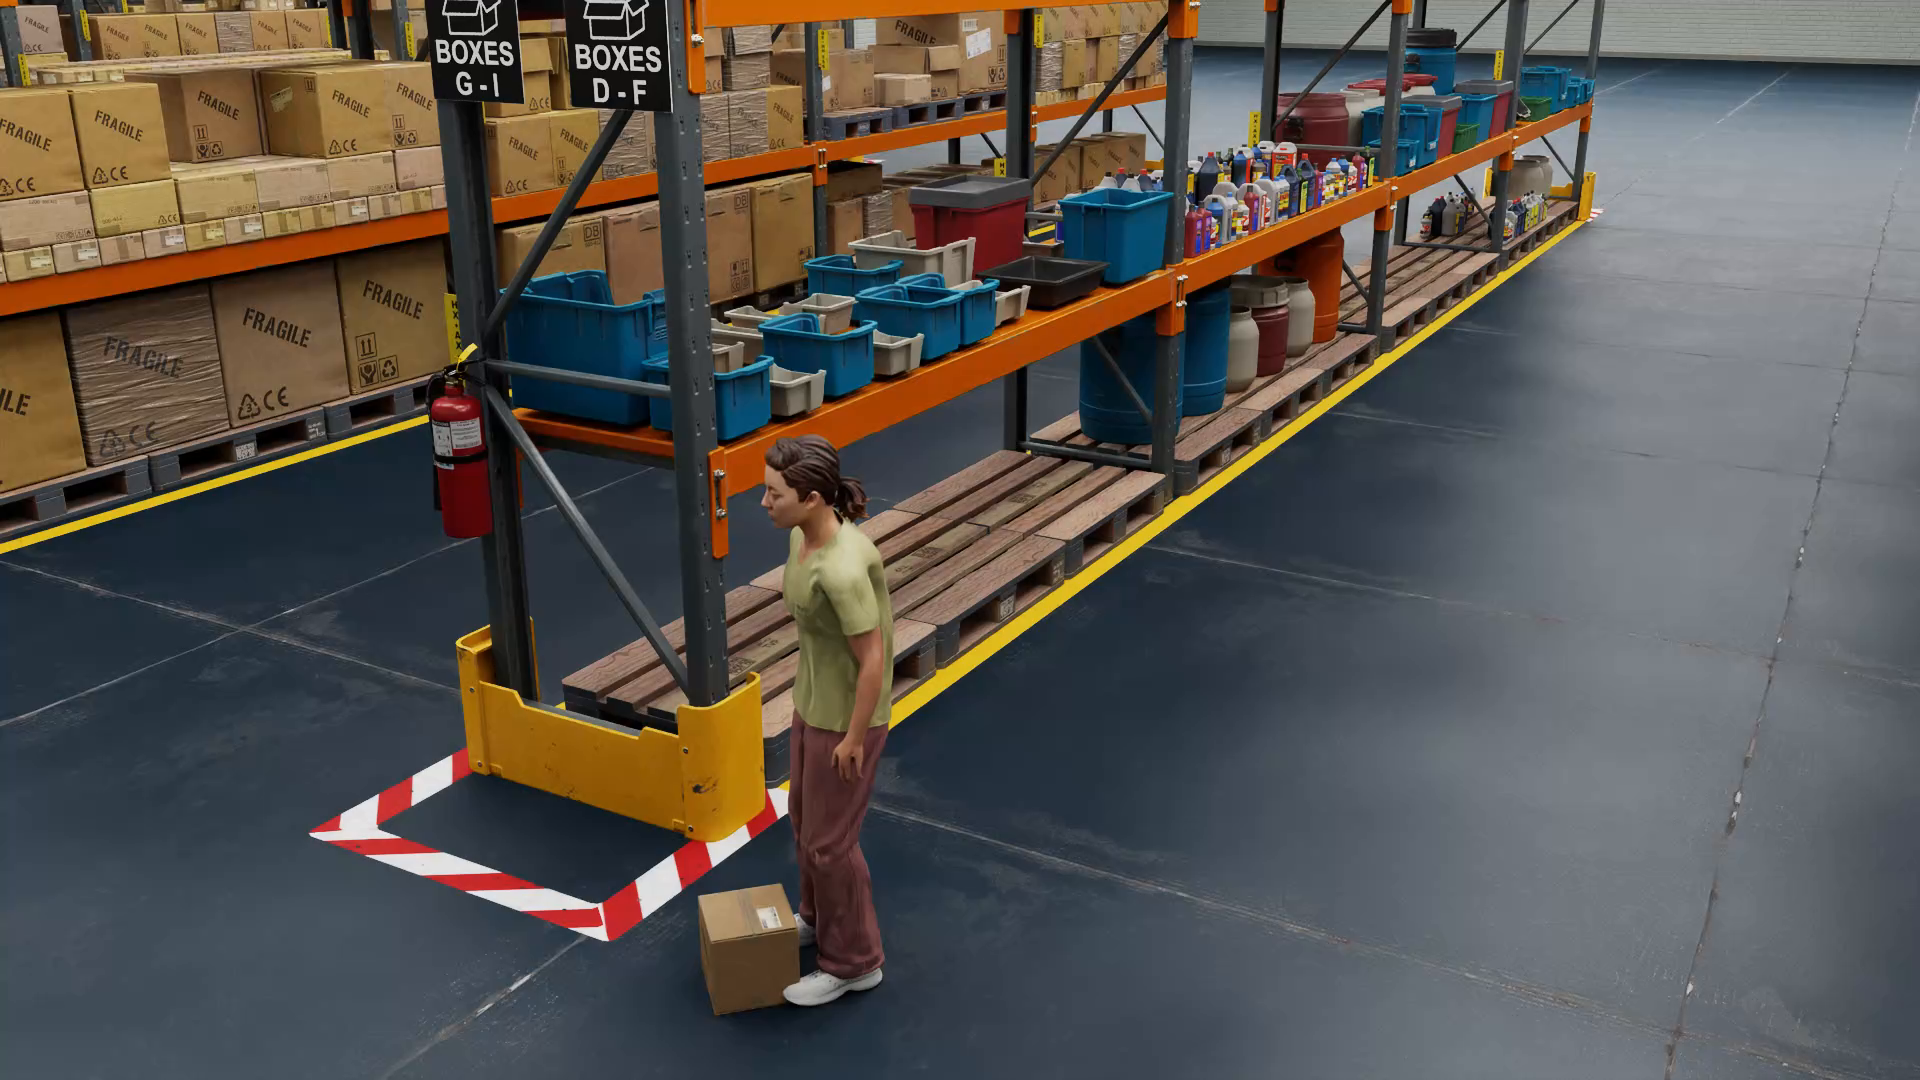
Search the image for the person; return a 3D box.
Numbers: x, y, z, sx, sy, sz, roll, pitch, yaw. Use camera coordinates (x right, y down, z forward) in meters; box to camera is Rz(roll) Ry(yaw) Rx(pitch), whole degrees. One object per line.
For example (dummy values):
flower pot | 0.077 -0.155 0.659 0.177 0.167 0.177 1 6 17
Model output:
person | -0.377 0.495 4.676 0.364 1.671 0.509 -6 20 -18
